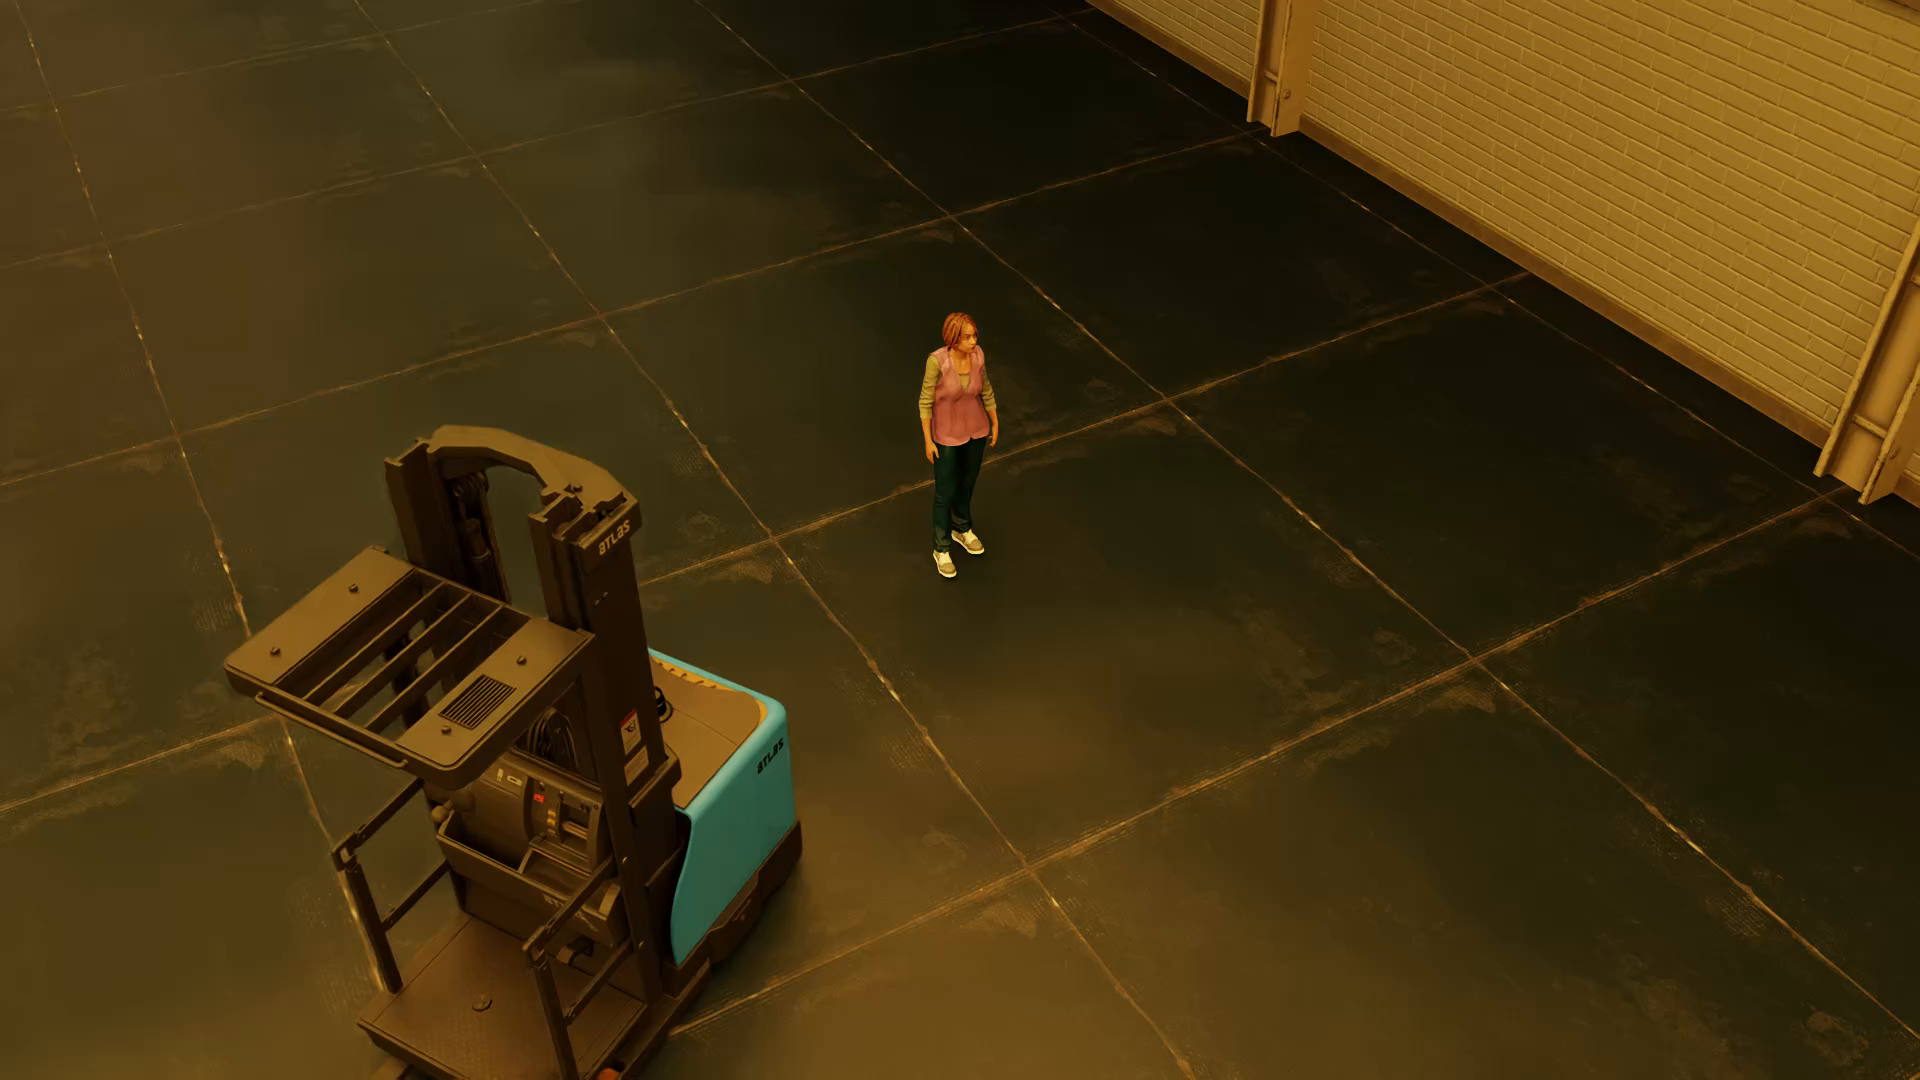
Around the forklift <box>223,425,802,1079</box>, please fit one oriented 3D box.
[{"bbox_3d":[-1.941,1.138,6.664,1.130,2.935,3.031,19,43,22],"label":"forklift"}]

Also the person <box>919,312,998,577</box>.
[{"bbox_3d":[0.024,-0.575,9.763,0.520,1.597,0.476,-20,44,-23],"label":"person"}]
